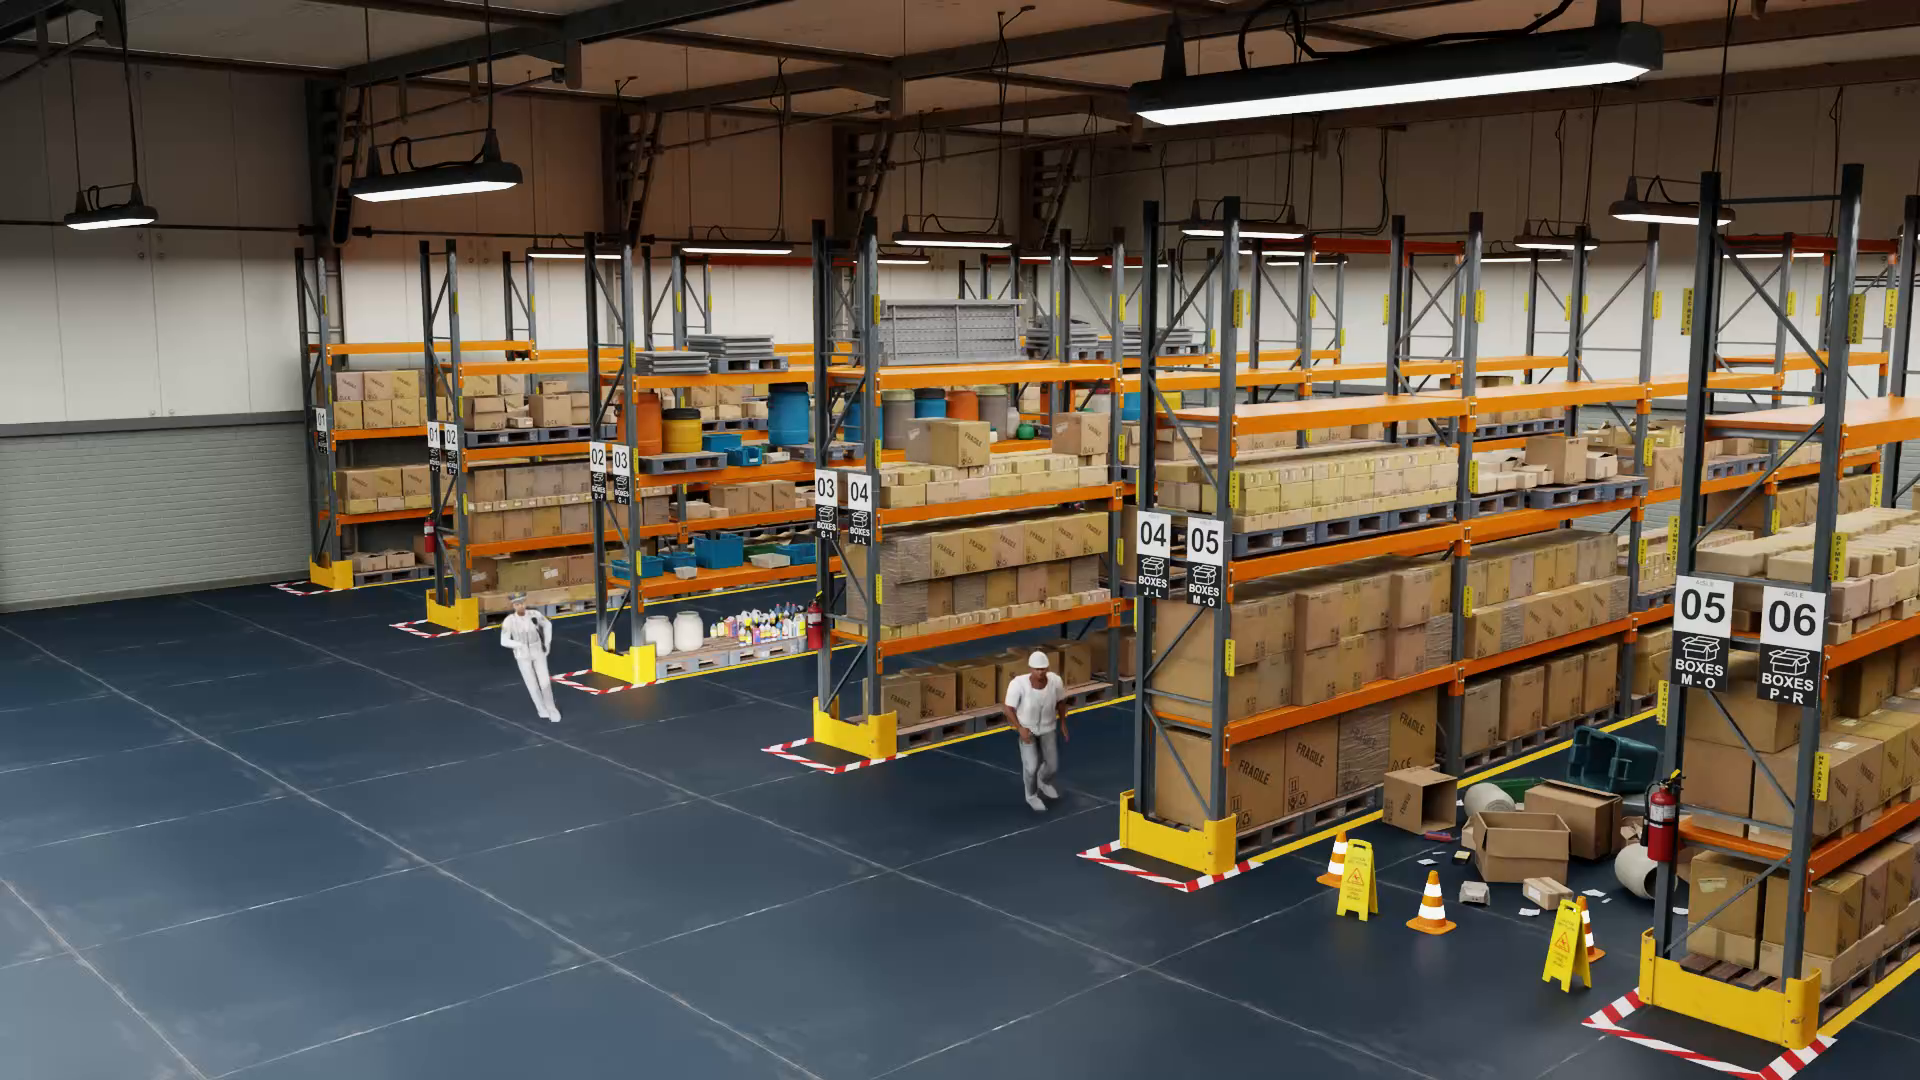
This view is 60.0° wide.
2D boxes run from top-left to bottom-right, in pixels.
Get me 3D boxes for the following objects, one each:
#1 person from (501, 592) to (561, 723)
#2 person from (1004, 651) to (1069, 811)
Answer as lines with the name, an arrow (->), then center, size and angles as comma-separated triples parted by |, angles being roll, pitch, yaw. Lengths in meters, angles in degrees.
person -> -5.199, 1.421, 20.124 | 0.673, 1.651, 0.689 | -2, 9, -14
person -> 0.754, 1.905, 16.726 | 0.678, 1.686, 0.774 | -2, 9, -12
